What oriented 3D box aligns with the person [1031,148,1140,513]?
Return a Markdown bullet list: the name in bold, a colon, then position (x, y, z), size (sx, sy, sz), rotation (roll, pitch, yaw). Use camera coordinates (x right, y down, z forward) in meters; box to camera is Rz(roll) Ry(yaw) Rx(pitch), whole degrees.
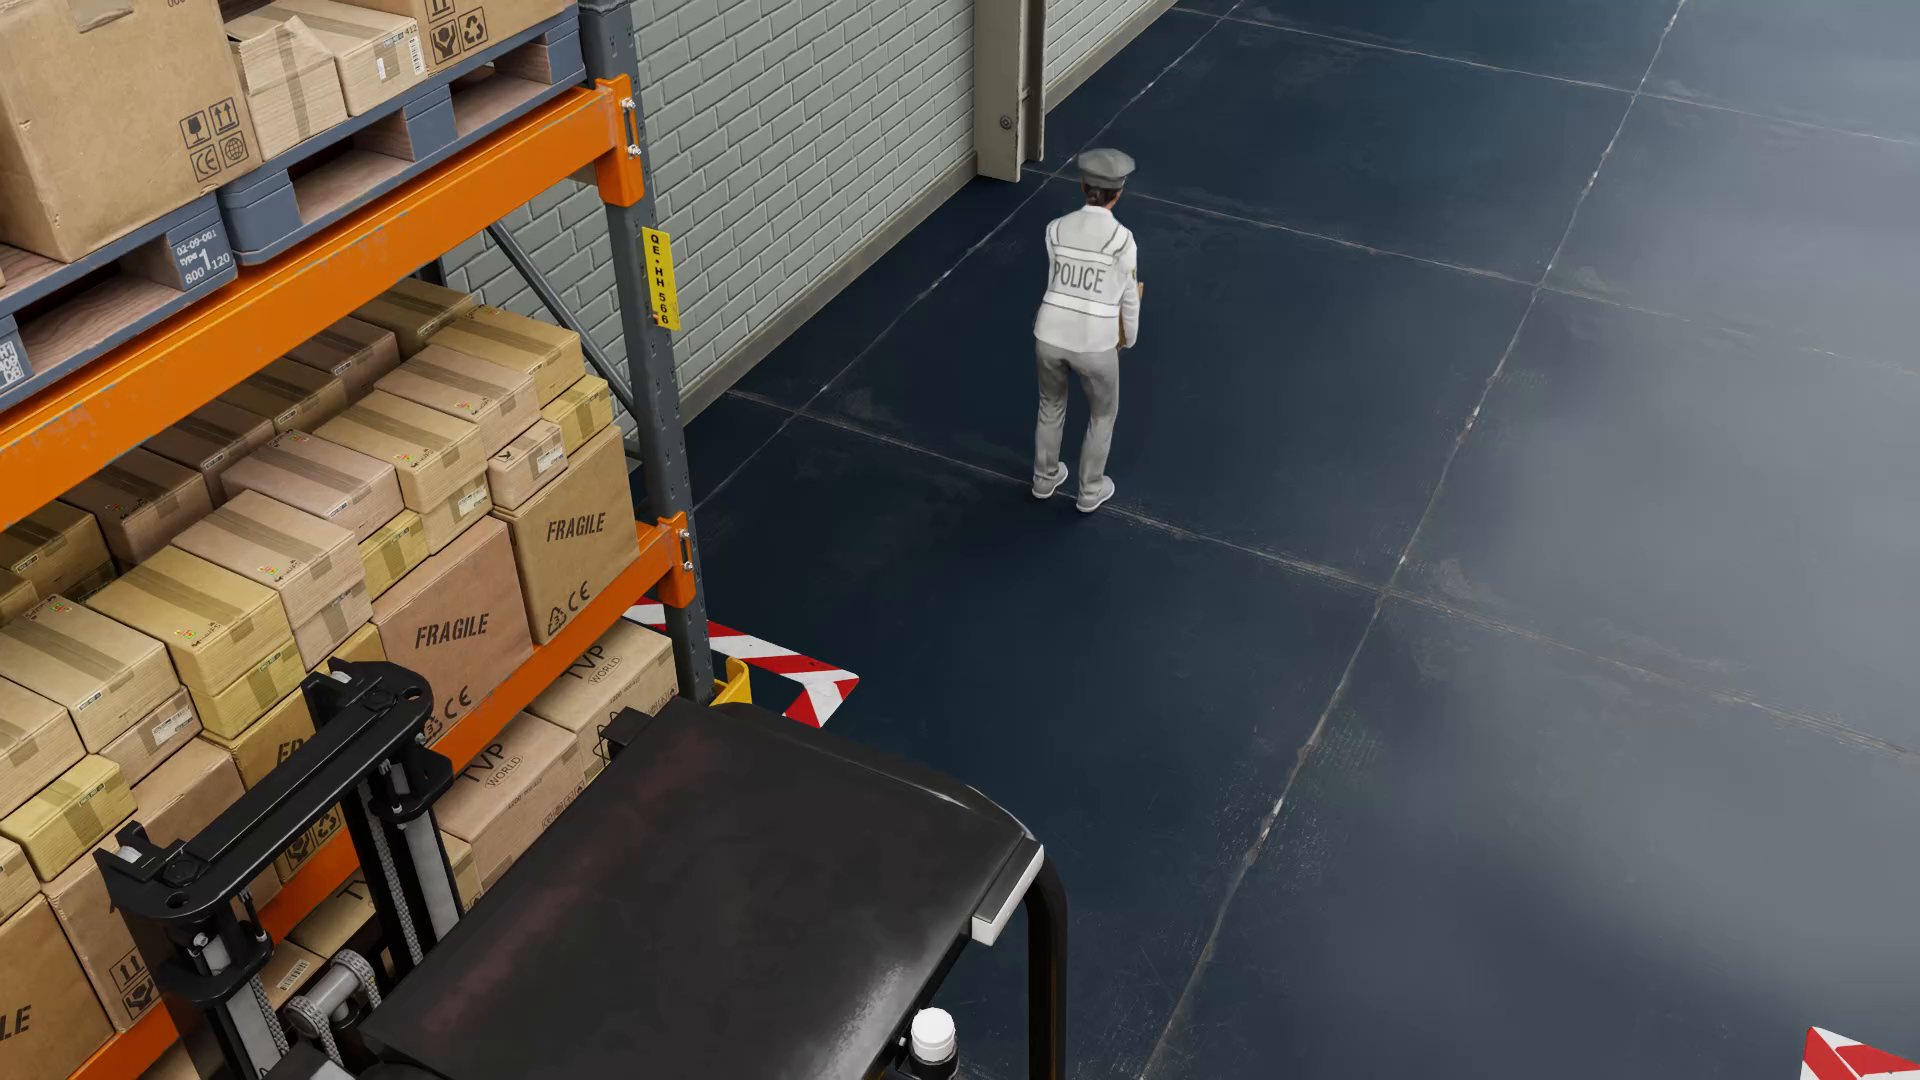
- **person**: position (0.547, -0.897, 7.348), size (0.409, 1.605, 0.569), rotation (17, 41, 20)
